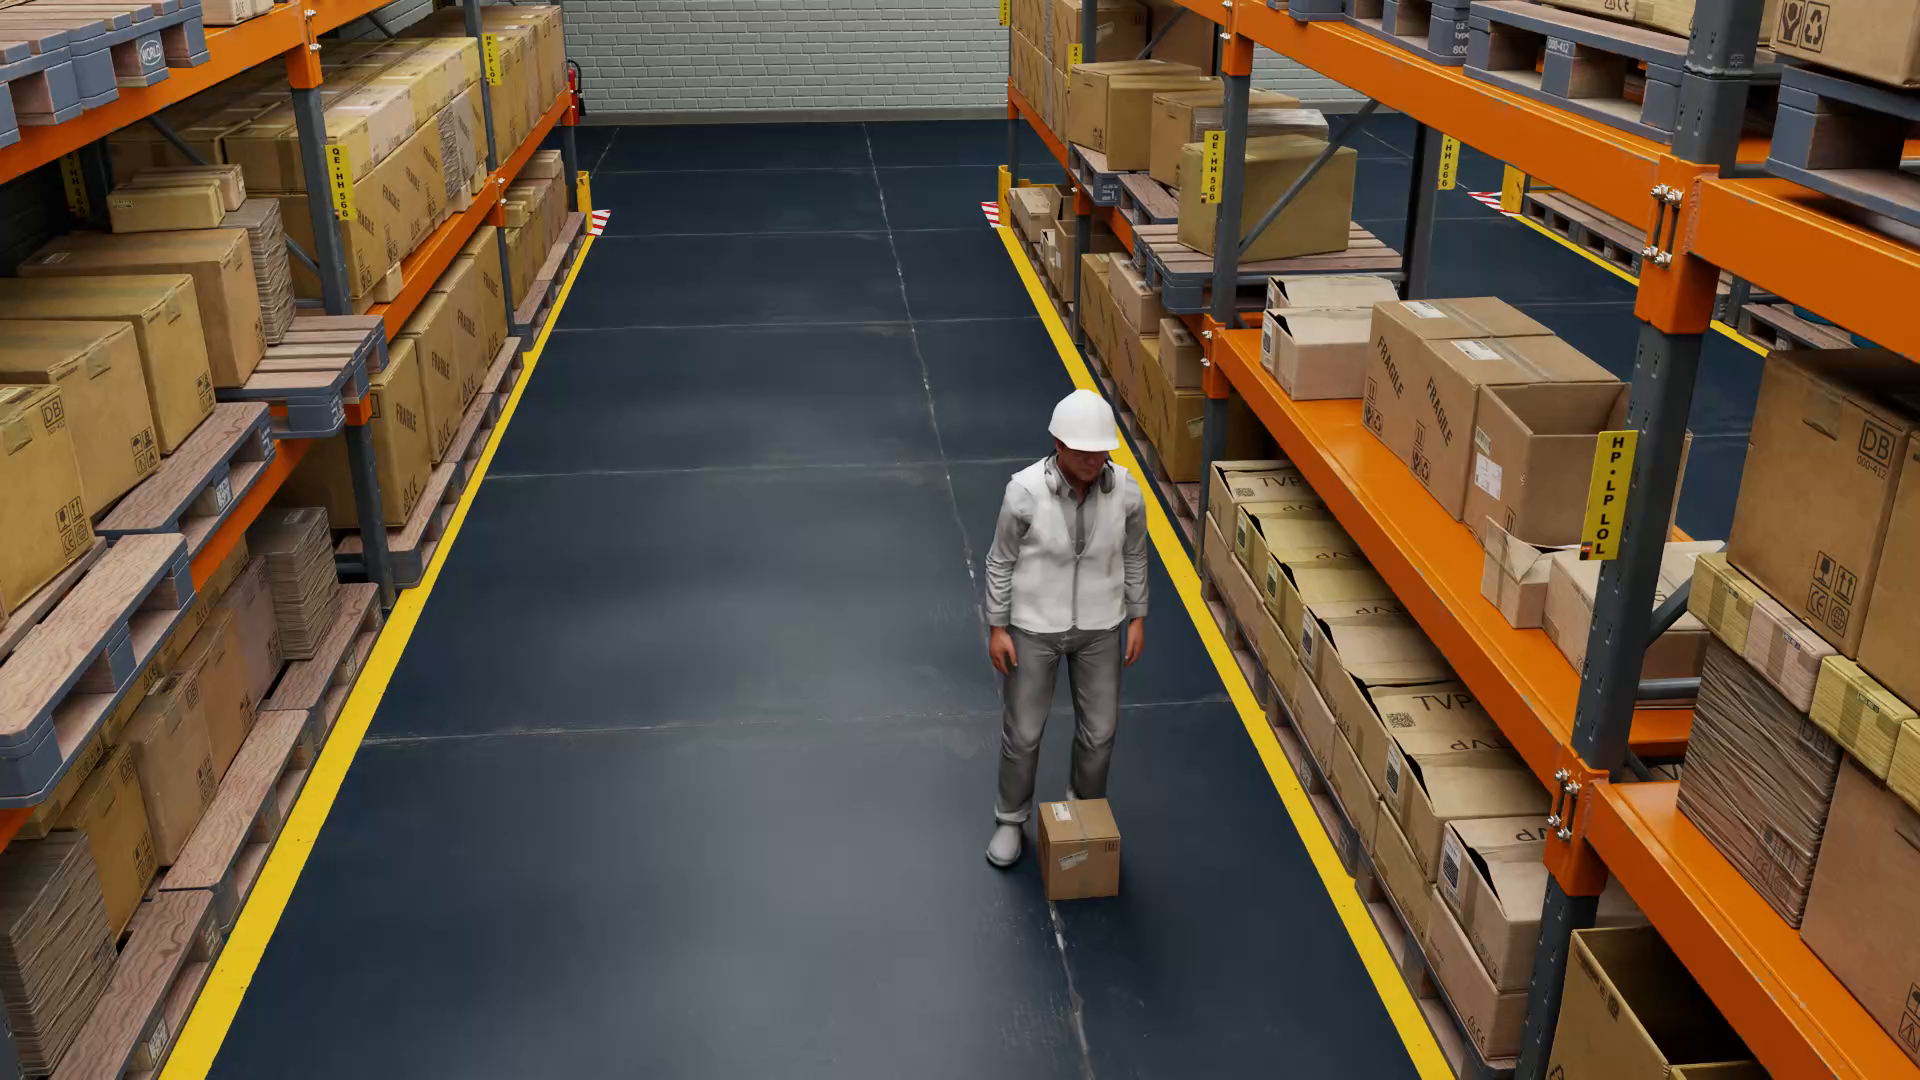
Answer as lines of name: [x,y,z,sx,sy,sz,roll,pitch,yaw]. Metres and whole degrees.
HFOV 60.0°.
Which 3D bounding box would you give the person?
person: [0.376,0.303,5.872,0.594,1.771,0.464,-4,24,-8]
